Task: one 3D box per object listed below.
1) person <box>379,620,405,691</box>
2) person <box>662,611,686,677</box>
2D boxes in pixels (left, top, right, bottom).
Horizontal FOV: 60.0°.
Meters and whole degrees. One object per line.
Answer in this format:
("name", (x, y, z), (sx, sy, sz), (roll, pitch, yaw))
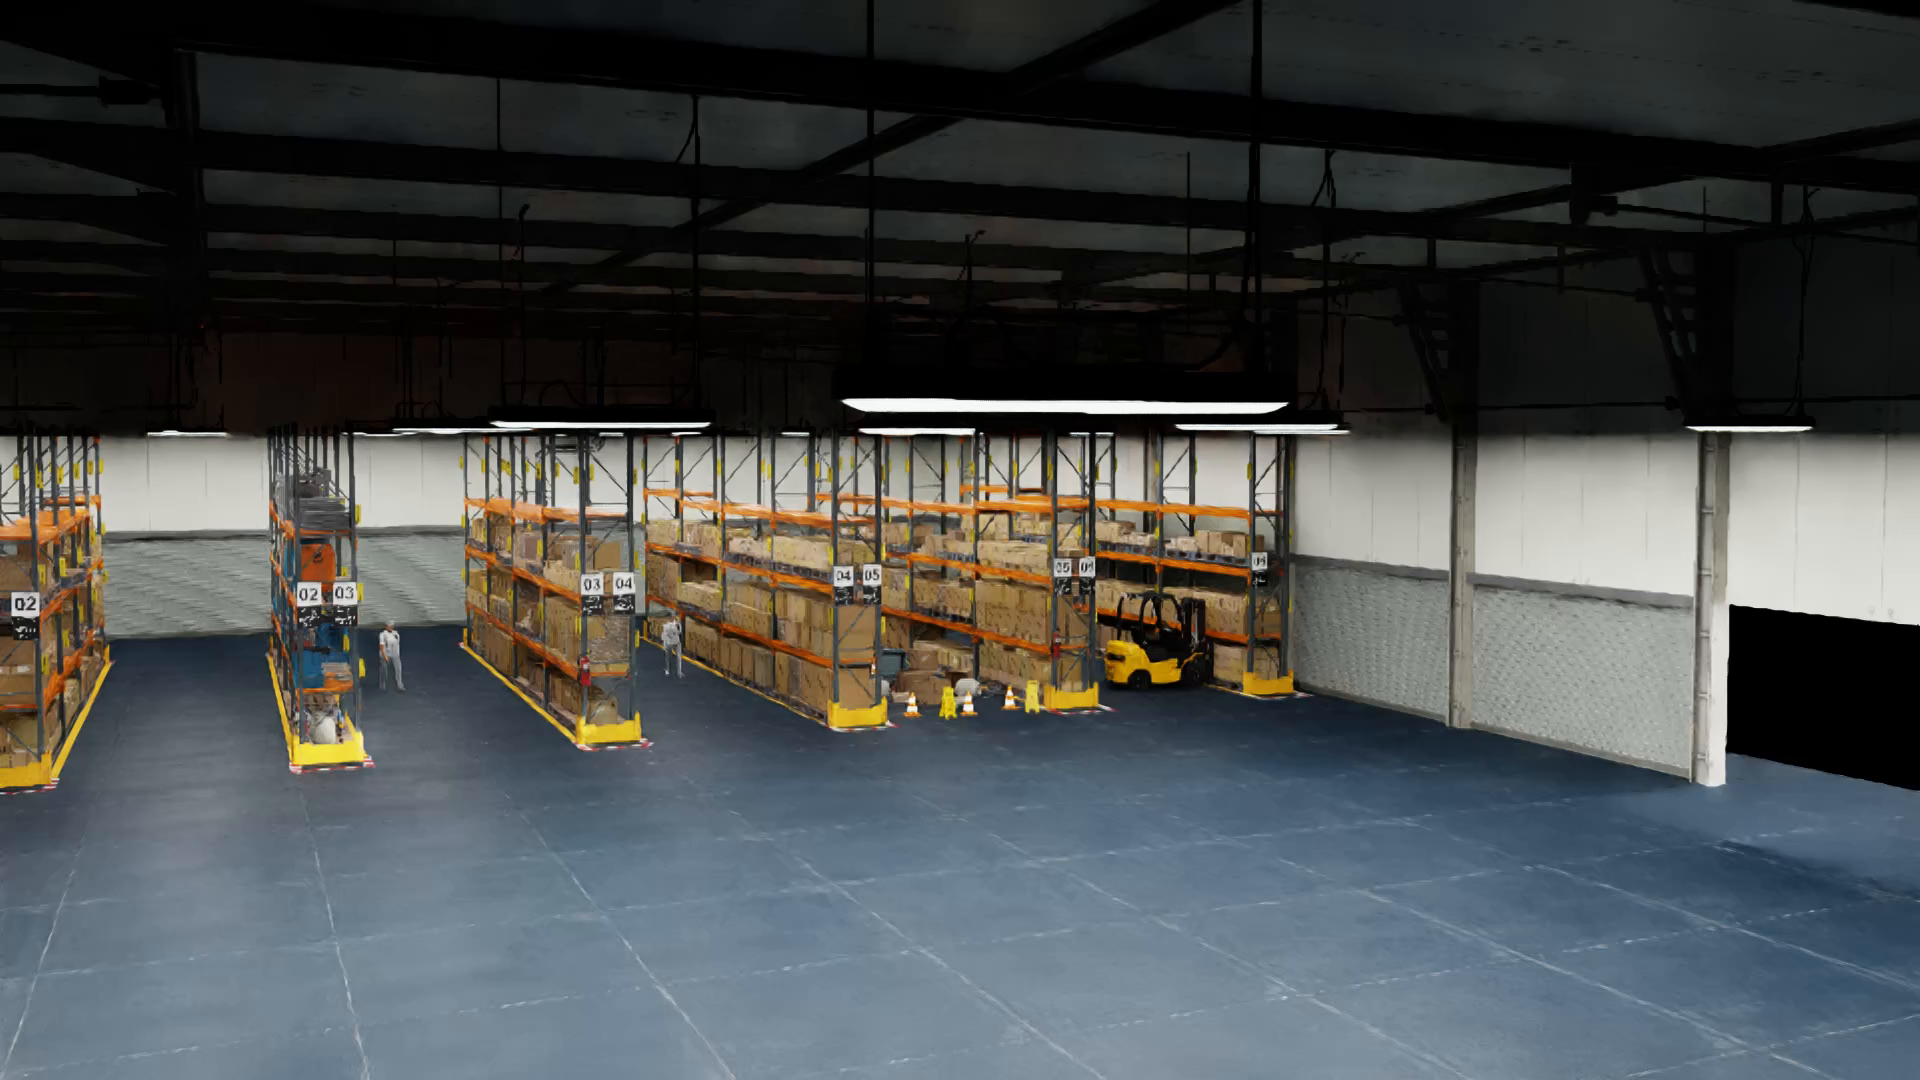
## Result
("person", (-12.926, 2.607, 37.711), (0.490, 1.597, 0.999), (-2, 4, -32))
("person", (-6.884, 2.472, 39.807), (0.496, 1.586, 1.072), (-1, 4, -22))
